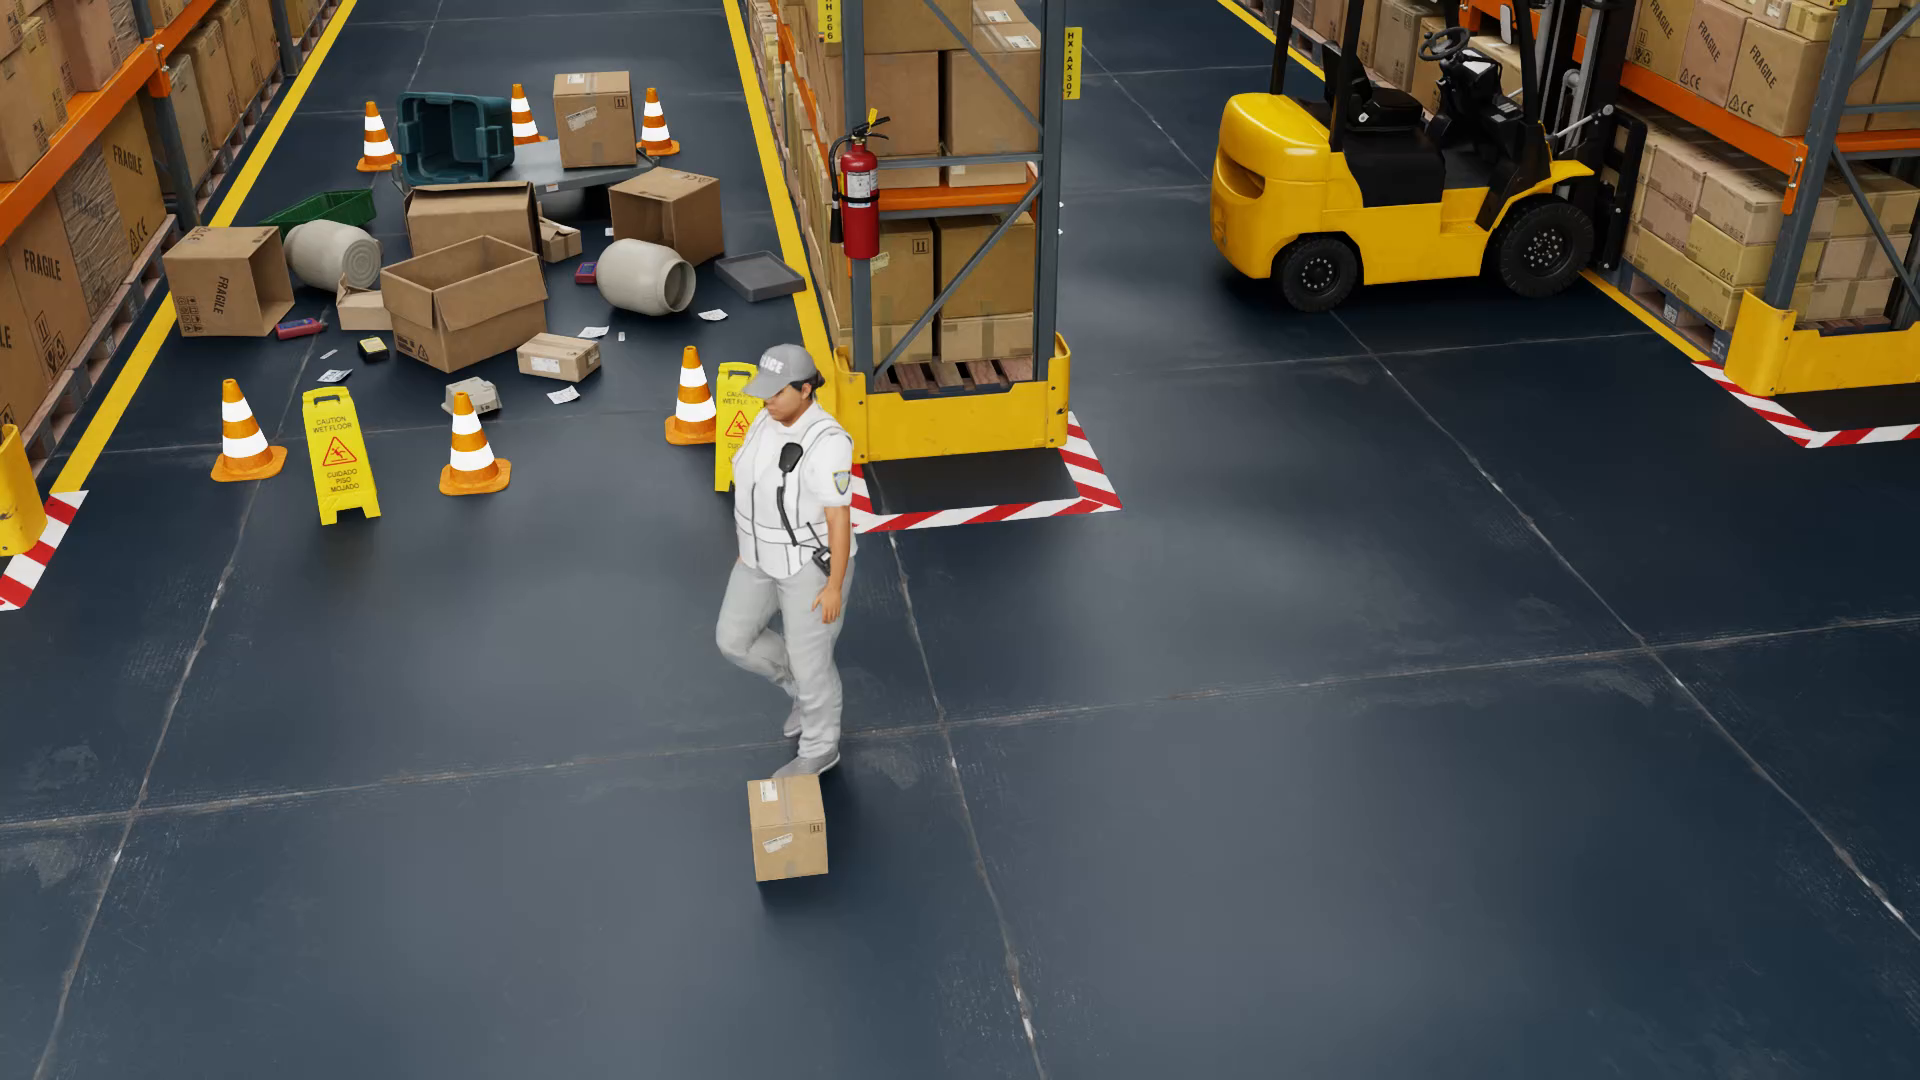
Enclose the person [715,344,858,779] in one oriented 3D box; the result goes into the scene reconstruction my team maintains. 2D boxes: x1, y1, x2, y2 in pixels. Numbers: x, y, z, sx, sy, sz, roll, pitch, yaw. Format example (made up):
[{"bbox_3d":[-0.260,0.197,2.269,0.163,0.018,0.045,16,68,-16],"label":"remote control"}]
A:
[{"bbox_3d":[-0.612,0.097,5.965,0.507,1.658,0.472,26,39,36],"label":"person"}]
